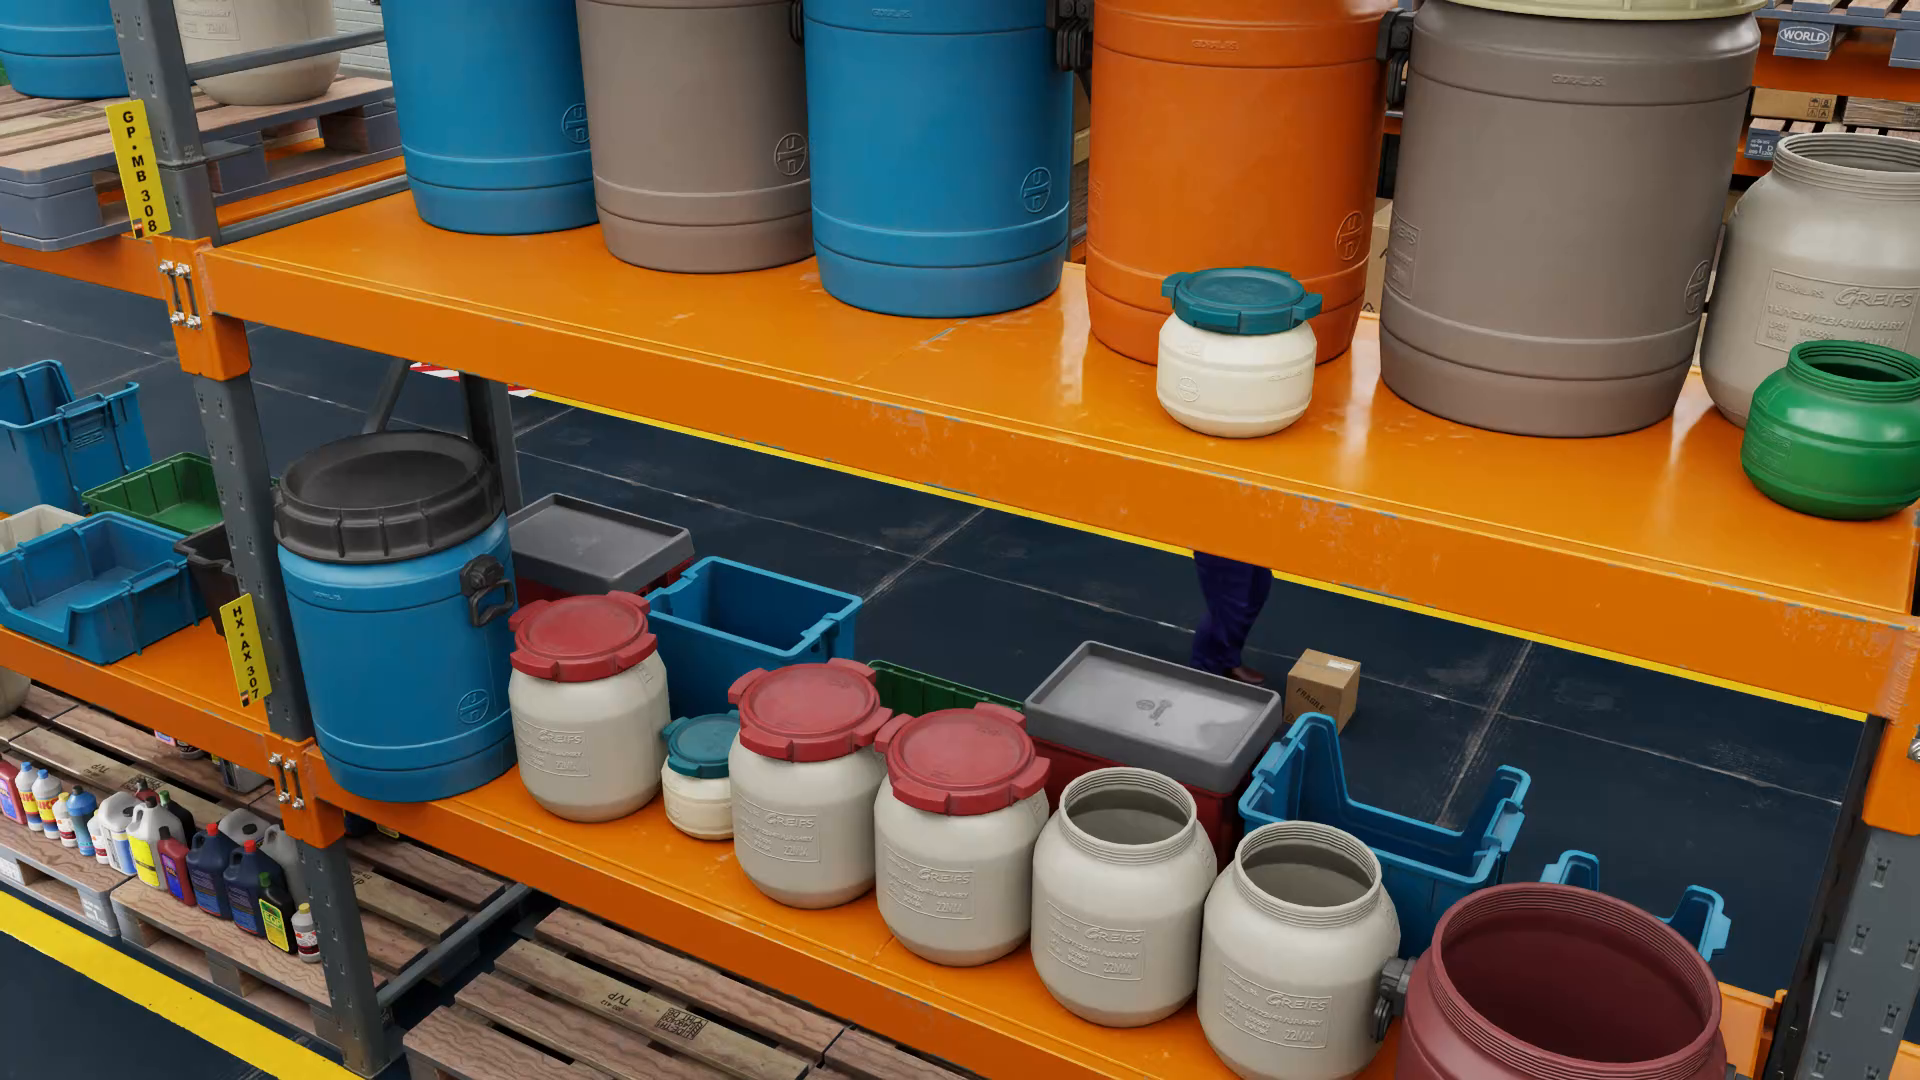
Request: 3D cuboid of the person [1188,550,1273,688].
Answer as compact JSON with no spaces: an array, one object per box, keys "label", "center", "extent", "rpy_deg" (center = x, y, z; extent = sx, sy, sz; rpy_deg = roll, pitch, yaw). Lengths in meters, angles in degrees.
[{"label":"person","center":[1.205,-0.047,7.245],"extent":[0.339,1.642,0.474],"rpy_deg":[15,30,27]}]
